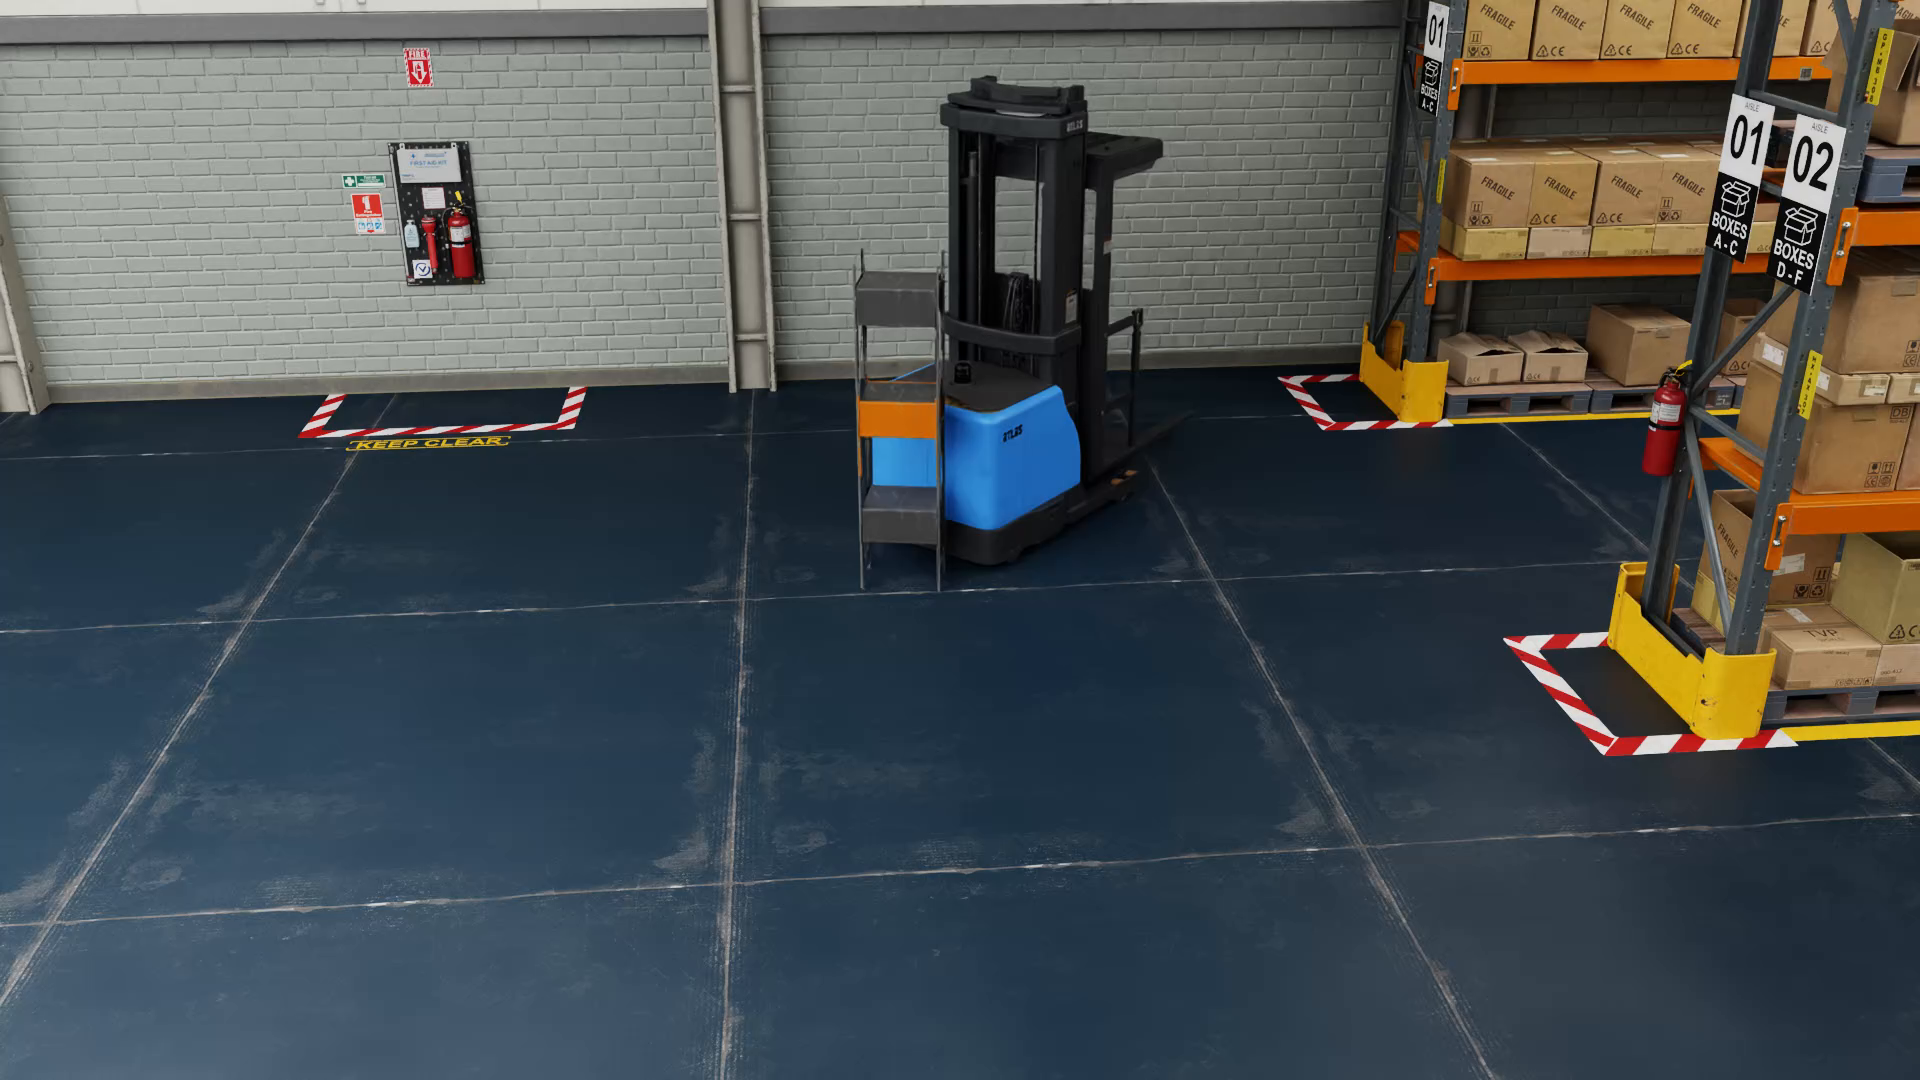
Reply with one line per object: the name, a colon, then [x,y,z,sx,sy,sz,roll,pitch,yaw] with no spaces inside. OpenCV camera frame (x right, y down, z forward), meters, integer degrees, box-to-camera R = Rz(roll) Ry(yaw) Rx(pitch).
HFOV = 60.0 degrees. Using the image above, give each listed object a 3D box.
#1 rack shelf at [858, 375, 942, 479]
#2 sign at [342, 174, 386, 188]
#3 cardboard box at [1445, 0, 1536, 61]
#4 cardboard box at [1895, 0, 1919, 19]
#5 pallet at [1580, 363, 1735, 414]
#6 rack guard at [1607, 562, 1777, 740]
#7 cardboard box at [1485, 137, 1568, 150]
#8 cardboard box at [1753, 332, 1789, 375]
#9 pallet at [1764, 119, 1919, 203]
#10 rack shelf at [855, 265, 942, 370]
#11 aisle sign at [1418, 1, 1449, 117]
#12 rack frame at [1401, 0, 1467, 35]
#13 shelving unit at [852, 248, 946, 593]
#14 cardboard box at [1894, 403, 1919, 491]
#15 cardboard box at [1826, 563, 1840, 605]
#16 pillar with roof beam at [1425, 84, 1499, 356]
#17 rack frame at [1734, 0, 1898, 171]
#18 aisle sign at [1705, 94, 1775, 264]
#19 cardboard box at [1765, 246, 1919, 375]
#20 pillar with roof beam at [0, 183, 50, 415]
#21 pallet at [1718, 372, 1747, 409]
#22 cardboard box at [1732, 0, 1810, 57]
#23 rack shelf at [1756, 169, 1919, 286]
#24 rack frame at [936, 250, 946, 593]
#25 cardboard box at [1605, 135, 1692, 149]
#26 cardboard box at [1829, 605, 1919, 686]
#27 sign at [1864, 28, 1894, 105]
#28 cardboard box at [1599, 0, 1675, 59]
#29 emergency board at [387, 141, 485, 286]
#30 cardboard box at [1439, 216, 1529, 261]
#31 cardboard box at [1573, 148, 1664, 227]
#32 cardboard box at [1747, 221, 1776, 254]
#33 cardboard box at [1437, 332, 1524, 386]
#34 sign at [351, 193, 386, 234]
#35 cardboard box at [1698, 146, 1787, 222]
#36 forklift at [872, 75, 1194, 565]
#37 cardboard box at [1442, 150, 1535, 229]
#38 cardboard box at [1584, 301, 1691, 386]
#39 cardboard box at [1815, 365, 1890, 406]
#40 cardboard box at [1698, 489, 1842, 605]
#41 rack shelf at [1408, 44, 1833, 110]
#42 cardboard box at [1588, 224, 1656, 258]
rack shelf: [-0.361,-0.700,10.274,0.480,0.518,0.431,2,24,4]
sign: [-4.782,-2.879,13.339,0.331,0.109,0.001,-2,24,-5]
cardboard box: [3.952,-3.888,12.463,0.500,0.500,0.500,-2,24,-4]
cardboard box: [7.095,-4.015,12.749,0.500,0.500,0.500,-2,24,-4]
pallet: [5.694,-1.344,14.015,1.213,0.211,1.003,-2,24,-5]
rack guard: [4.062,0.595,9.295,0.348,0.500,1.175,-2,24,-5]
cardboard box: [4.545,-2.954,13.440,0.500,0.500,0.500,-2,24,-4]
cardboard box: [4.447,-0.982,8.845,0.250,0.149,0.380,-3,24,-6]
pallet: [4.792,-1.896,8.238,1.213,0.211,1.003,-2,24,-5]
rack shelf: [-0.361,-1.340,9.989,0.480,0.518,0.431,2,24,4]
aisle sign: [3.553,-3.614,12.487,0.004,0.787,0.394,-2,24,-5]
rack frame: [3.595,-5.291,12.075,0.127,3.000,1.000,-2,24,-5]
shelving unit: [-0.361,-0.713,10.268,0.503,2.100,0.431,2,24,4]
cardboard box: [5.074,-0.630,8.851,0.500,0.500,0.700,-2,24,-4]
cardboard box: [5.087,0.351,9.635,0.500,0.250,0.500,-2,24,-5]
pillar with roof beam: [4.630,-3.929,9.010,0.400,9.000,9.100,-2,24,-5]
rack frame: [4.086,-3.289,7.571,0.127,3.000,1.000,-2,24,-5]
aisle sign: [3.991,-1.852,8.523,0.004,0.787,0.394,-2,24,-5]
cardboard box: [4.604,-1.202,8.541,0.500,0.500,0.700,-2,24,-5]
pillar with roof beam: [-7.312,-3.450,7.932,0.400,9.000,9.100,-2,24,-5]
pallet: [6.911,-1.394,14.127,1.213,0.211,1.003,-2,24,-5]
cardboard box: [6.045,-3.963,12.631,0.500,0.500,0.500,-3,24,-7]
rack shelf: [6.076,-1.670,8.506,4.000,0.370,1.077,-2,24,-5]
rack frame: [-0.118,-0.705,10.250,0.015,2.100,0.400,2,24,4]
cardboard box: [5.560,-2.997,13.536,0.500,0.500,0.500,-2,24,-4]
cardboard box: [5.138,0.564,9.157,0.500,0.250,0.500,-2,24,-5]
sign: [4.134,-2.130,7.481,0.005,0.325,0.100,-2,24,-5]
cardboard box: [5.007,-3.917,12.529,0.500,0.500,0.500,-1,24,-3]
emergency board: [-4.227,-2.605,13.417,0.643,1.169,0.194,-2,24,-5]
cardboard box: [4.112,-2.382,13.075,0.500,0.250,0.500,-3,24,-7]
cardboard box: [5.107,-2.765,13.014,0.500,0.500,0.500,-3,24,-7]
cardboard box: [6.138,-2.466,13.265,0.500,0.250,0.500,-2,24,-5]
cardboard box: [4.292,-1.514,13.731,0.500,0.311,0.500,-5,24,-11]
sign: [-4.788,-2.641,13.454,0.234,0.329,0.001,-2,24,-5]
cardboard box: [6.137,-2.811,13.118,0.500,0.500,0.500,-3,24,-7]
forklift: [0.671,-1.717,11.505,1.130,2.935,3.031,16,29,32]
cardboard box: [4.100,-2.731,12.938,0.500,0.500,0.500,-2,24,-5]
cardboard box: [5.595,-1.632,13.764,0.500,0.500,0.700,-4,24,-8]
cardboard box: [4.497,-0.819,8.477,0.250,0.149,0.380,-2,24,-6]
cardboard box: [4.590,0.032,9.429,0.500,0.500,0.500,-2,24,-5]
rack shelf: [5.585,-3.672,13.010,4.000,0.370,1.077,-2,24,-5]
cardboard box: [5.135,-2.426,13.175,0.500,0.250,0.500,-3,24,-6]
